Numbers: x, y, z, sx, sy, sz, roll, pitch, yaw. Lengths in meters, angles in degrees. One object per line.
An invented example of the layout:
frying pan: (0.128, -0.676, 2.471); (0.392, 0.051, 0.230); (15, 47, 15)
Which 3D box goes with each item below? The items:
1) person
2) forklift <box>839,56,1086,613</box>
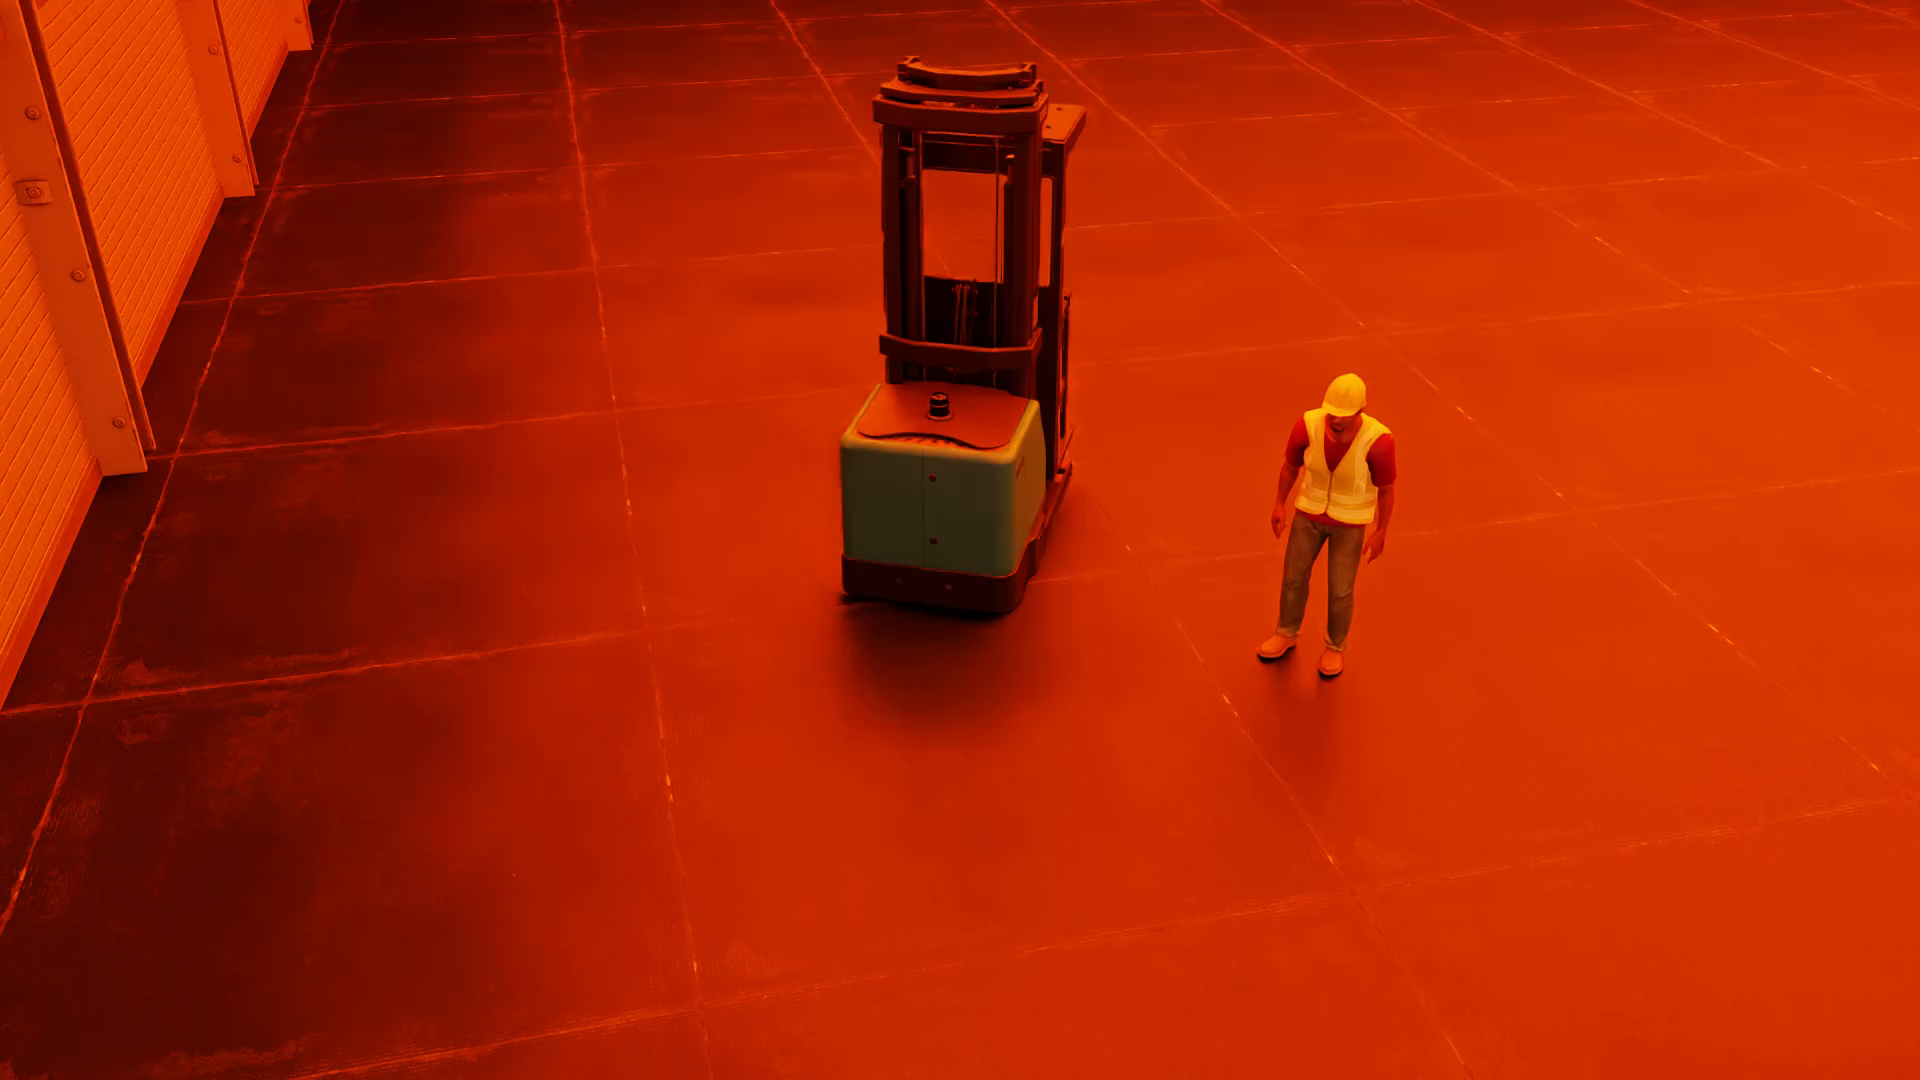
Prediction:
person: (1.982, -0.106, 8.930); (0.631, 1.759, 0.462); (16, 34, 26)
forklift: (0.134, -1.572, 10.290); (1.130, 2.935, 3.031); (7, 31, 11)
